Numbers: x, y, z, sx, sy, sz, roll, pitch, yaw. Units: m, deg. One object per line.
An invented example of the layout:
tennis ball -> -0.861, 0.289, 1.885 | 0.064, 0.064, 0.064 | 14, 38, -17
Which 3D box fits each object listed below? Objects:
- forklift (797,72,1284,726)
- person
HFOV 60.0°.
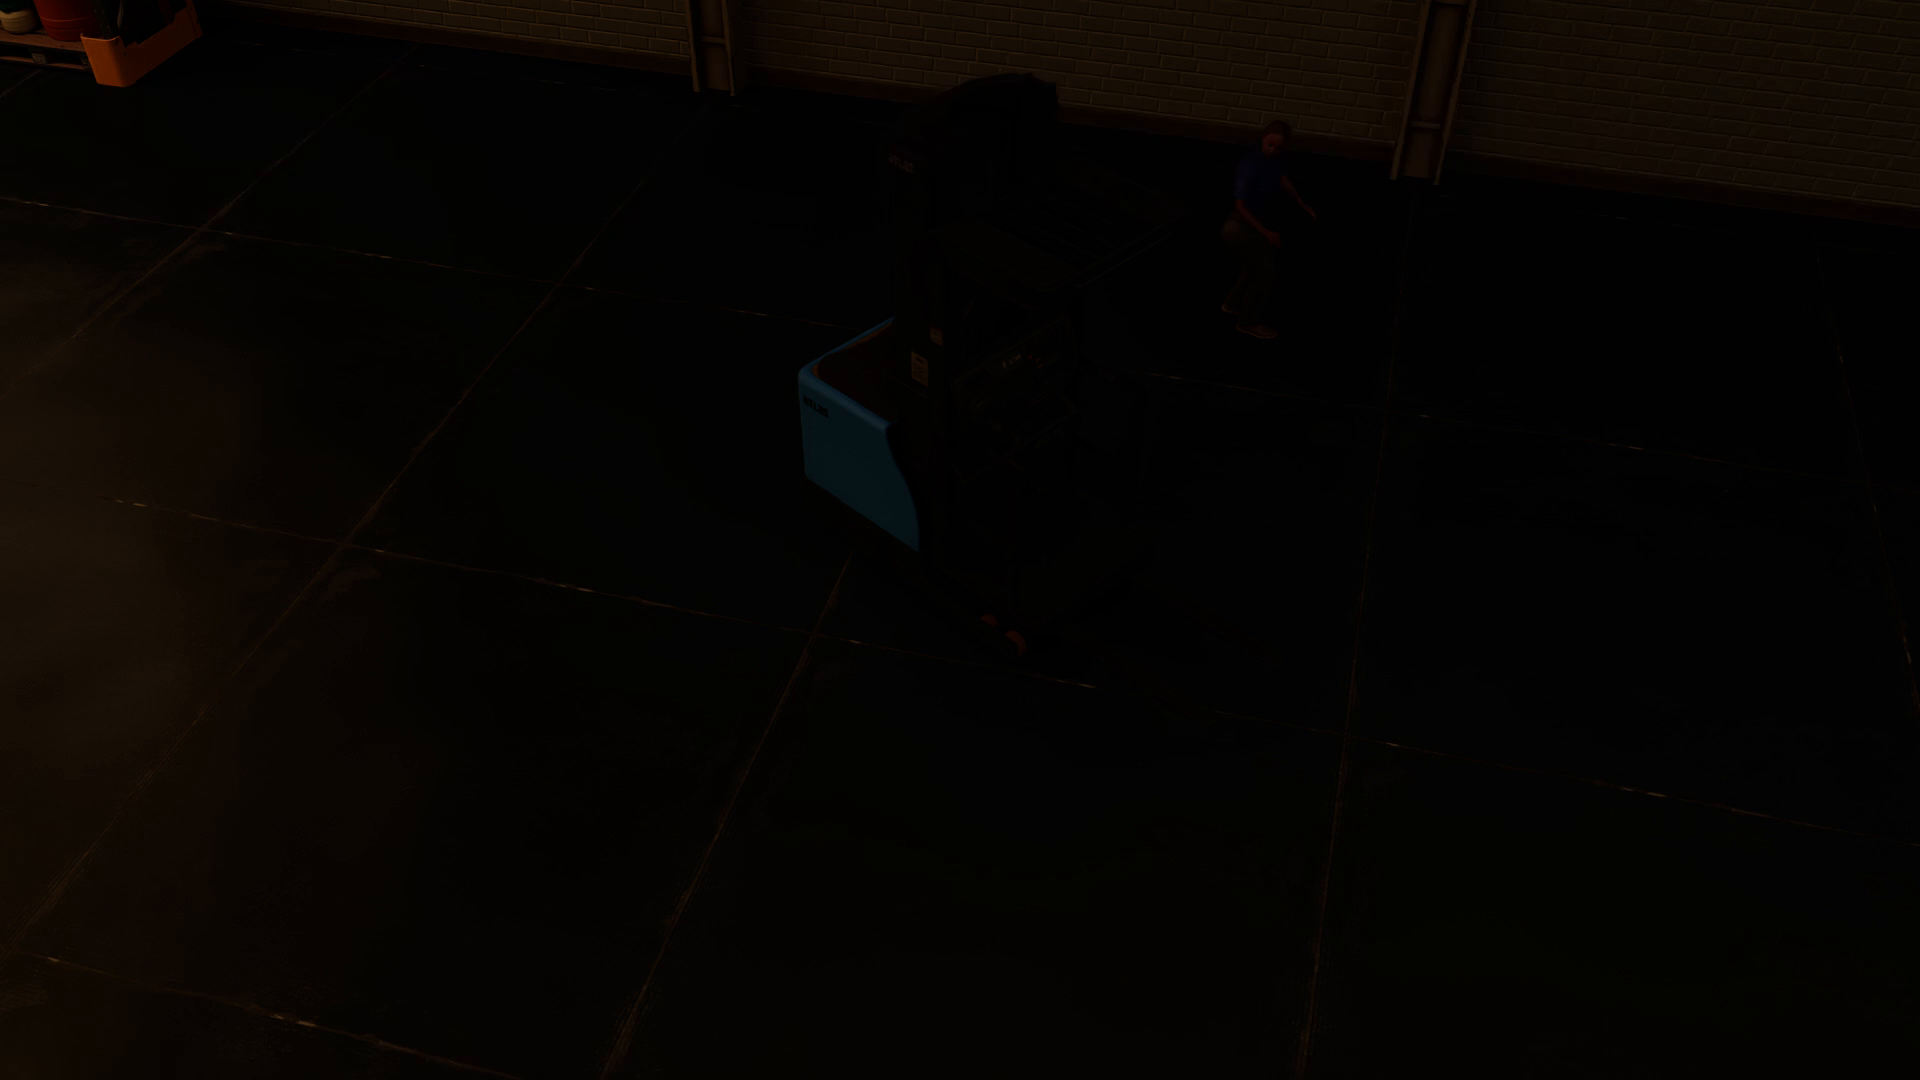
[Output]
forklift -> 0.445, -0.823, 8.801 | 3.031, 2.935, 1.130 | 33, 51, 32
person -> 2.082, -2.100, 11.306 | 0.587, 1.614, 0.692 | 14, 43, 16
